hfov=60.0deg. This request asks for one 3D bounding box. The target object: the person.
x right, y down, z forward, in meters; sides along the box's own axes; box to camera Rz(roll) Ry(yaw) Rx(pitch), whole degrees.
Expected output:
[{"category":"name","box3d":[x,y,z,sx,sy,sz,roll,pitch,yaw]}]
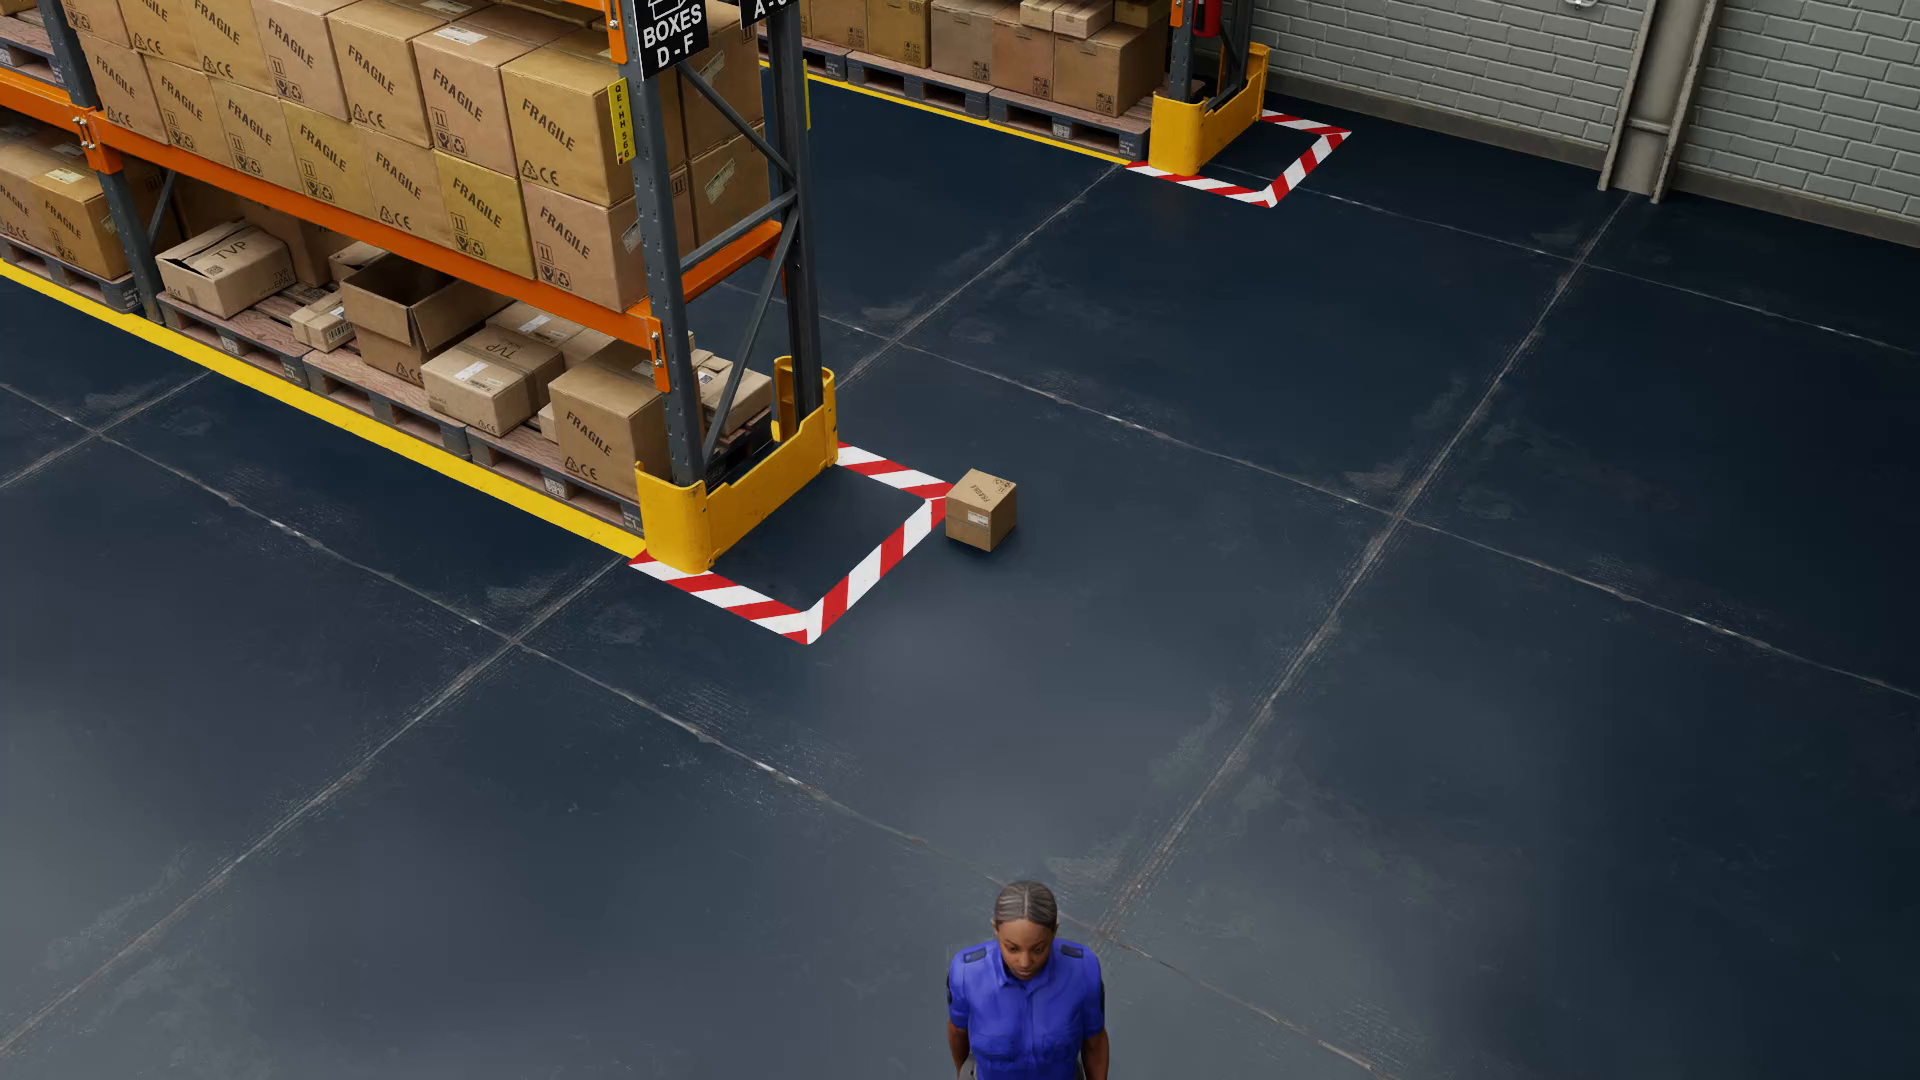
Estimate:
[{"category":"person","box3d":[0.187,1.543,4.744,0.443,1.616,0.886,-4,39,-5]}]
